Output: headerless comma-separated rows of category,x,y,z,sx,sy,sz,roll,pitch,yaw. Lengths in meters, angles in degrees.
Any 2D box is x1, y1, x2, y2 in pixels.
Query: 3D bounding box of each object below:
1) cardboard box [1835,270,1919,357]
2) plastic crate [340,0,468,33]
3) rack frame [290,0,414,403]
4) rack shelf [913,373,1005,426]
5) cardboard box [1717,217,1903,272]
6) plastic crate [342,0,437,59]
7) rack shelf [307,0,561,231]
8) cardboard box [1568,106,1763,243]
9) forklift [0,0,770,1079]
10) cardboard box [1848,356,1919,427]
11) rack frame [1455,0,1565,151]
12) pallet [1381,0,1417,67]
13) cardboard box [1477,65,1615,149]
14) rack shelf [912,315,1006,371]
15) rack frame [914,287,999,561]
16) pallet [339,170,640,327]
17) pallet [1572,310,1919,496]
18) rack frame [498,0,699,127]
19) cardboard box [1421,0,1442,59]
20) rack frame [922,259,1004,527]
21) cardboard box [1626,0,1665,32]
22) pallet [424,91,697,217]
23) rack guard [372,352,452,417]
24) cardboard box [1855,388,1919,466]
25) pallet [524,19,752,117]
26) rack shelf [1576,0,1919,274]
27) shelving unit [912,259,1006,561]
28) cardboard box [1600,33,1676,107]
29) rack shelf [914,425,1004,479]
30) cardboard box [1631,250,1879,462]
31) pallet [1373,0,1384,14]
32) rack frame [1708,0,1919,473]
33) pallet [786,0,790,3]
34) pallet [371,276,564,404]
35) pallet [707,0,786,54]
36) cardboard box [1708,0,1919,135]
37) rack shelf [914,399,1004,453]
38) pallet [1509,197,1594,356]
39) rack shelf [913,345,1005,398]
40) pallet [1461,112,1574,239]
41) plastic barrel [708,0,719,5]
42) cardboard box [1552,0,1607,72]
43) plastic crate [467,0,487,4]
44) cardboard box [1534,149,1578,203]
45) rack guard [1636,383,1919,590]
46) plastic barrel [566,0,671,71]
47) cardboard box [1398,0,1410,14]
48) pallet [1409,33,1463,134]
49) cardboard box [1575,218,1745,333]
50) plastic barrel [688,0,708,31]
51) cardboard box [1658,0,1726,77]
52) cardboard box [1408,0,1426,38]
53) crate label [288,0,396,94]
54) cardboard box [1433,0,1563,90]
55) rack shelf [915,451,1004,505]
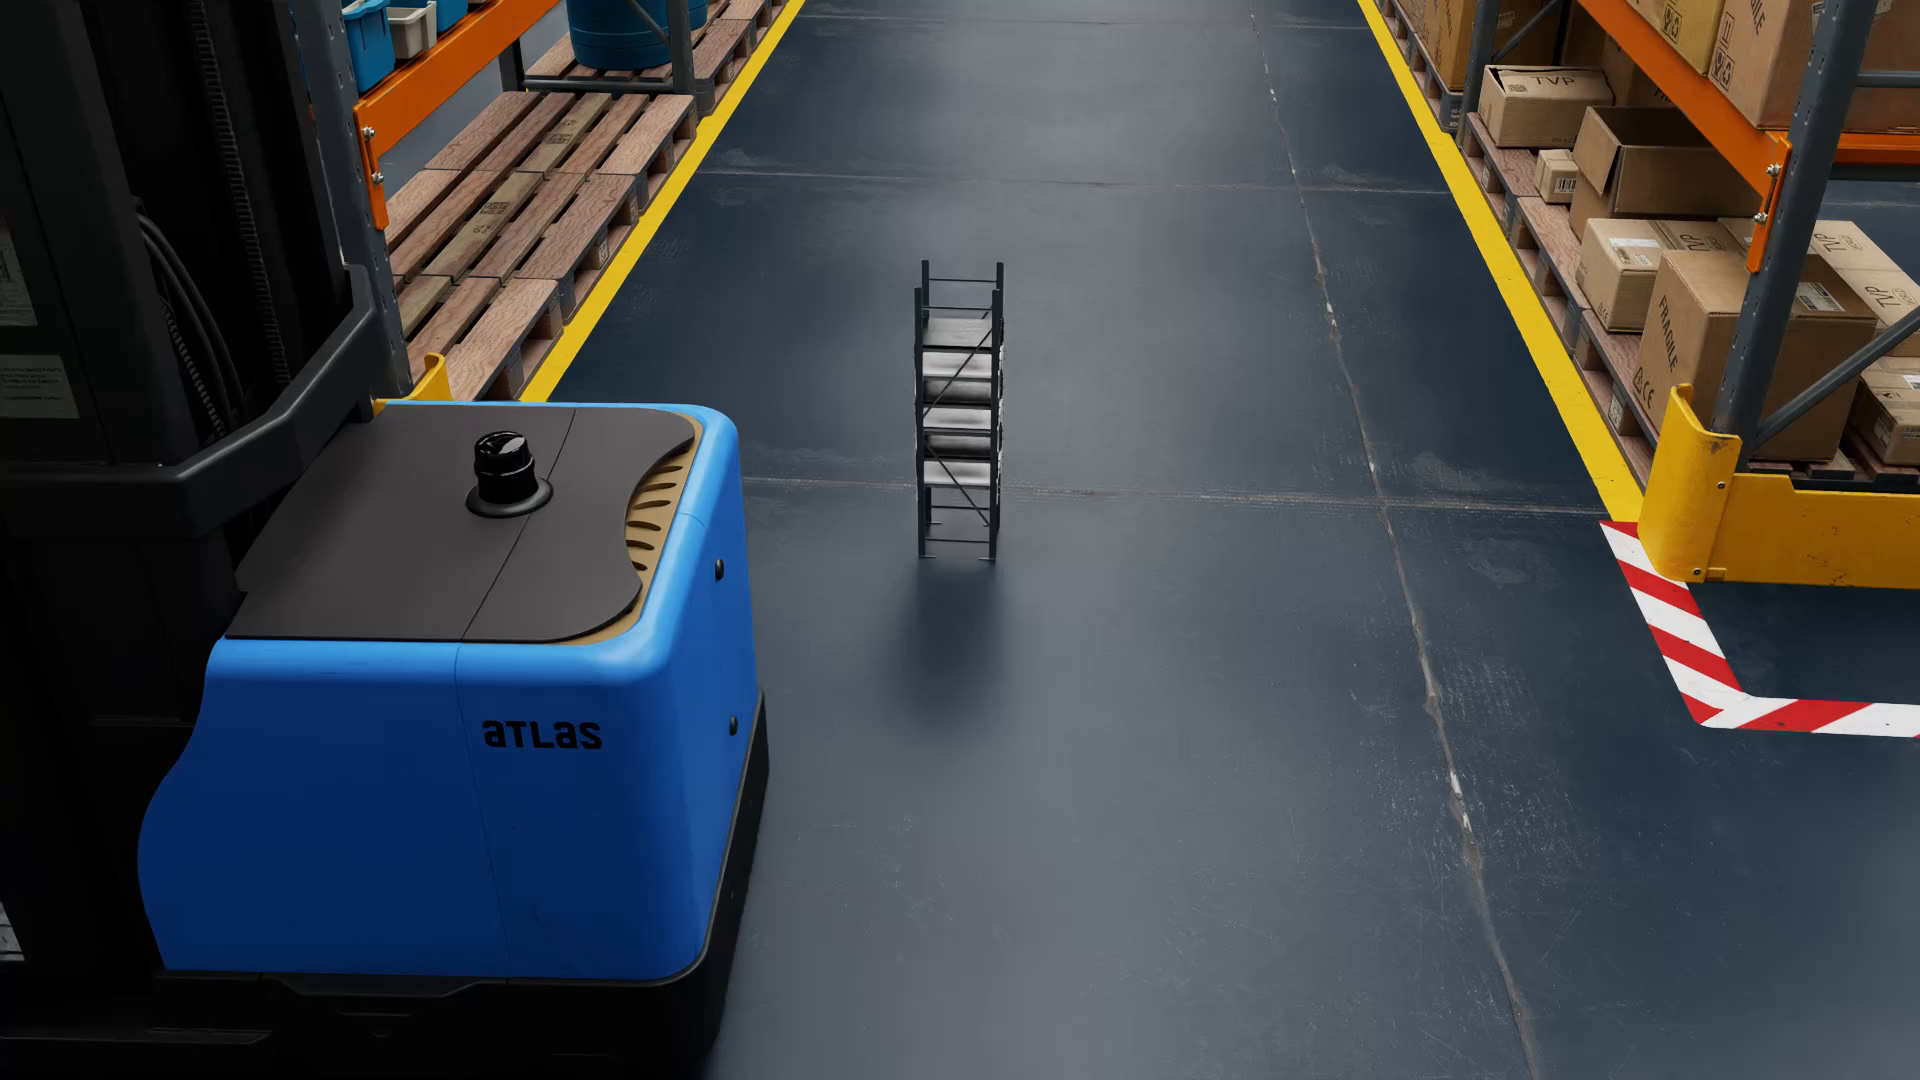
cardboard box,3.085,-0.727,5.773,0.500,0.250,0.500,2,32,4
plastic crate,-1.817,-1.804,5.421,0.416,0.233,0.300,2,32,4
rack frame,-2.219,-1.391,4.647,1.000,3.000,0.127,2,32,4
rack shelf,-0.001,-0.427,4.977,0.258,0.077,0.200,2,32,4
cardboard box,3.126,-0.989,6.197,0.500,0.250,0.500,2,32,4
plastic crate,-1.762,-1.583,5.154,0.250,0.136,0.298,2,32,4
rack shelf,-2.056,-2.130,6.533,1.077,0.370,4.000,2,32,4
cardboard box,2.896,-1.411,6.640,0.797,0.503,0.637,2,32,4
forklift,-2.005,-0.410,3.121,3.031,2.935,1.130,1,32,1
cardboard box,3.115,-0.493,5.472,0.380,0.166,0.250,2,32,4
rack frame,3.043,-3.269,7.695,1.000,3.000,0.127,2,32,4
pallet,3.169,-3.148,10.157,1.003,0.211,1.213,2,32,4
cardboard box,2.794,-2.101,7.944,0.500,0.311,0.500,2,32,4
rack shelf,-0.001,-0.580,4.883,0.258,0.077,0.200,2,32,4
rack frame,-0.009,-0.326,4.921,0.240,0.900,0.006,2,32,4
pallet,-2.011,-1.269,7.108,1.003,0.211,1.213,2,32,4
pallet,2.788,-0.446,5.774,1.003,0.211,1.213,2,32,4
rack frame,-1.893,-3.482,8.041,1.000,3.000,0.127,2,32,4
cardboard box,2.847,-2.920,9.093,0.500,0.500,0.500,3,32,4
rack frame,0.008,-0.432,5.093,0.240,0.900,0.006,2,32,4
cardboard box,2.568,-1.998,5.537,0.500,0.500,0.500,3,32,4
pallet,-1.914,-1.909,8.146,1.003,0.211,1.213,2,32,4
rack guard,-2.208,-0.313,5.282,1.175,0.500,0.348,2,32,4
cardboard box,3.094,-0.355,5.265,0.380,0.149,0.250,2,32,4
pallet,-1.789,-2.697,9.425,1.003,0.211,1.213,2,32,4
rack shelf,2.881,-1.917,6.187,1.077,0.370,4.000,2,32,4
shelving unit,-0.001,-0.379,5.007,0.258,0.900,0.210,2,32,4
cardboard box,3.280,-2.082,7.732,0.500,0.500,0.500,2,32,4
rack shelf,-0.001,-0.274,5.072,0.258,0.077,0.200,2,32,4
cardboard box,2.516,-0.595,5.320,0.500,0.500,0.500,2,32,4
pallet,3.271,-3.784,11.190,1.003,0.211,1.213,2,32,4
rack frame,2.718,-1.177,4.301,1.000,3.000,0.127,2,32,4
pallet,-1.590,-3.973,11.495,1.003,0.211,1.213,2,32,4
pallet,-2.113,-0.633,6.076,1.003,0.211,1.213,2,32,4
pallet,-1.692,-3.336,10.463,1.003,0.211,1.213,2,32,4
cardboard box,2.483,-1.465,4.674,0.500,0.500,0.500,3,32,5
rack shelf,-0.001,-0.350,5.025,0.258,0.077,0.200,2,32,4
pallet,2.890,-1.083,6.806,1.003,0.211,1.213,2,32,4
rack shelf,-0.001,-0.504,4.930,0.258,0.077,0.200,2,32,4
pallet,2.987,-1.722,7.844,1.003,0.211,1.213,2,32,4
plastic barrel,-1.639,-3.547,10.118,0.421,0.512,0.421,0,32,0
cardboard box,3.326,-2.634,8.629,0.500,0.500,0.500,1,32,2
plastic crate,-1.707,-1.938,5.730,0.250,0.136,0.298,2,32,4
cardboard box,2.733,-1.587,7.247,0.380,0.166,0.250,2,32,4
rack guard,2.724,-0.153,5.021,1.175,0.500,0.348,2,32,4
plastic barrel,-1.832,-3.051,8.942,0.600,0.901,0.708,2,32,4
cardboard box,2.927,-3.448,9.950,0.500,0.500,0.500,1,32,2
pallet,3.072,-2.508,9.119,1.003,0.211,1.213,2,32,4
cardboard box,2.624,-0.984,6.189,0.500,0.250,0.500,2,32,4
plastic barrel,-1.774,-3.422,9.543,0.600,0.901,0.708,2,32,4
cardboard box,2.522,-1.737,5.114,0.500,0.500,0.500,3,32,4
cardboard box,2.888,-3.182,9.518,0.500,0.500,0.500,3,32,5
crate label,-1.871,-1.460,4.862,0.416,0.233,0.303,2,32,4
cardboard box,2.798,-2.662,8.674,0.500,0.500,0.500,2,32,4
rack shelf,-0.001,-0.197,5.119,0.258,0.077,0.200,2,32,4
